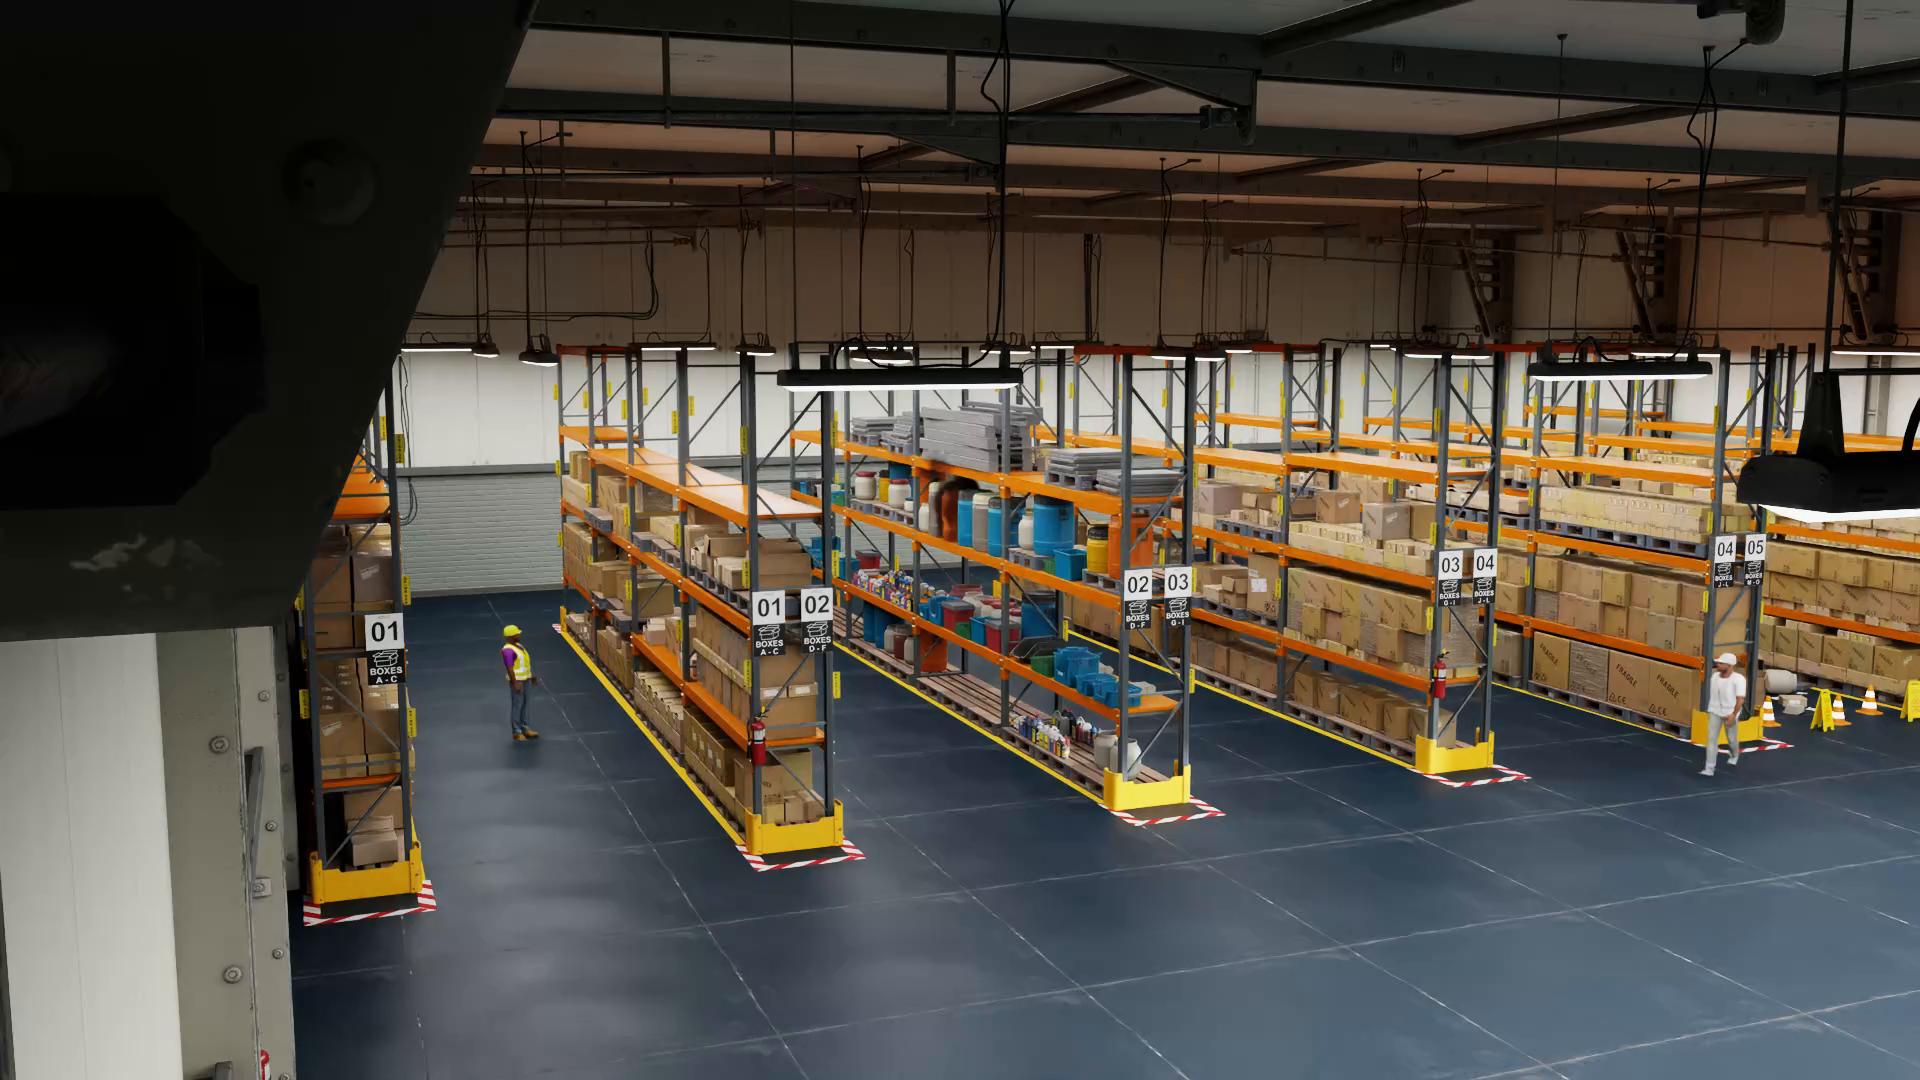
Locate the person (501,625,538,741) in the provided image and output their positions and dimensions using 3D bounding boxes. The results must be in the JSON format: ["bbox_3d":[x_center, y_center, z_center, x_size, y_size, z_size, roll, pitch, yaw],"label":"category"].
[{"bbox_3d":[-6.831,2.200,25.853,0.508,1.786,0.632,2,8,17],"label":"person"}]

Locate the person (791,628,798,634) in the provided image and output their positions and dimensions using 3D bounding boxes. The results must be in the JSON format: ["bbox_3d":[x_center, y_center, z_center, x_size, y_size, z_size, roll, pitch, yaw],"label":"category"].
[{"bbox_3d":[-3.247,1.246,33.567,0.512,1.643,0.950,-1,7,-6],"label":"person"}]

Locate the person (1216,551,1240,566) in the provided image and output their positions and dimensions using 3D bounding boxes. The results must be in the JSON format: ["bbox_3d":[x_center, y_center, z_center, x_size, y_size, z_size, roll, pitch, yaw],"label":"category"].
[{"bbox_3d":[6.732,0.154,42.205,0.908,1.622,0.480,-5,9,-36],"label":"person"}]

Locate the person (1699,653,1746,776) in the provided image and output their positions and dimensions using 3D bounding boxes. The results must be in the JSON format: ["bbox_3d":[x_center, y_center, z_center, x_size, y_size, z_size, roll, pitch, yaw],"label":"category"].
[{"bbox_3d":[10.911,2.472,23.691,0.494,1.734,1.042,5,9,34],"label":"person"}]
